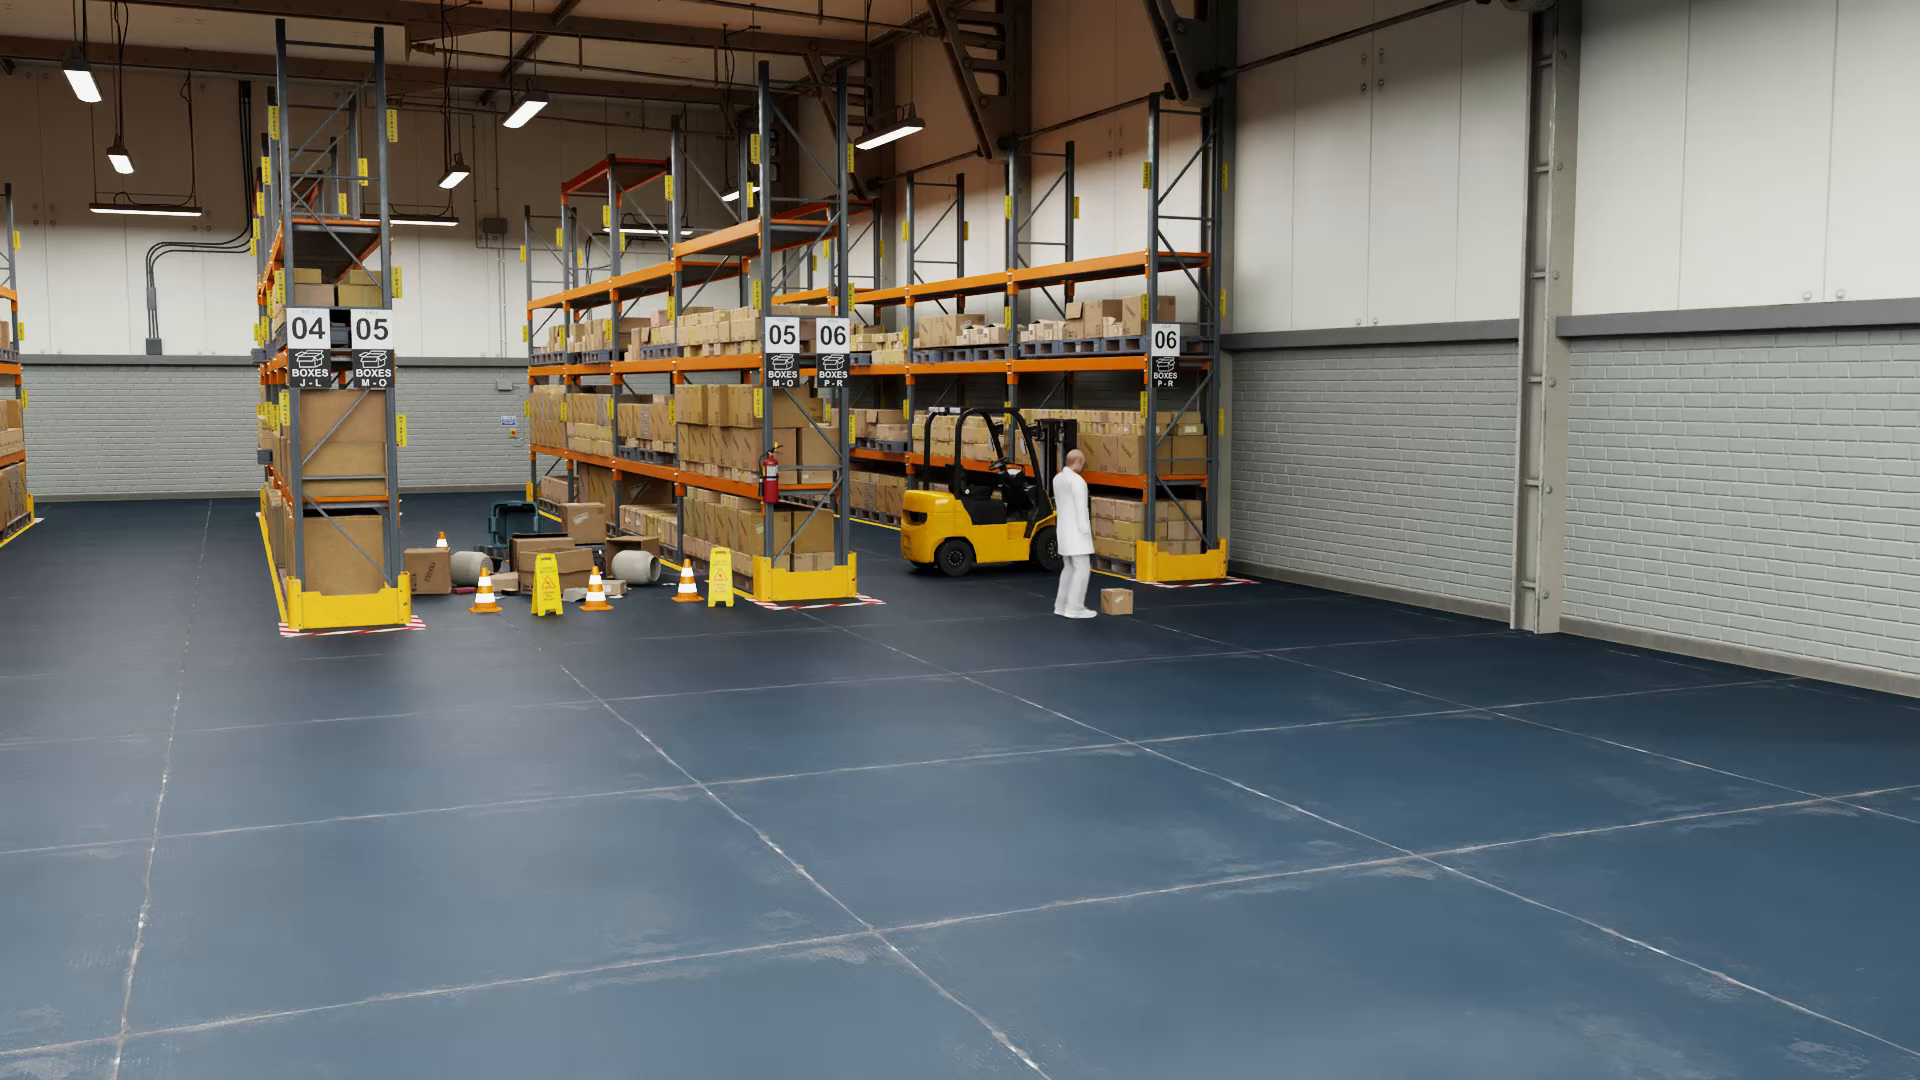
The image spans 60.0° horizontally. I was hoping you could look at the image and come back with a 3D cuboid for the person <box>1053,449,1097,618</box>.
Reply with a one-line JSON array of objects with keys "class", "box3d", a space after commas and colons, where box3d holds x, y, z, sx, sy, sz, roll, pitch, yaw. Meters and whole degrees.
[{"class": "person", "box3d": [1.212, -0.072, 17.605, 0.378, 1.768, 0.567, -2, 6, -23]}]
